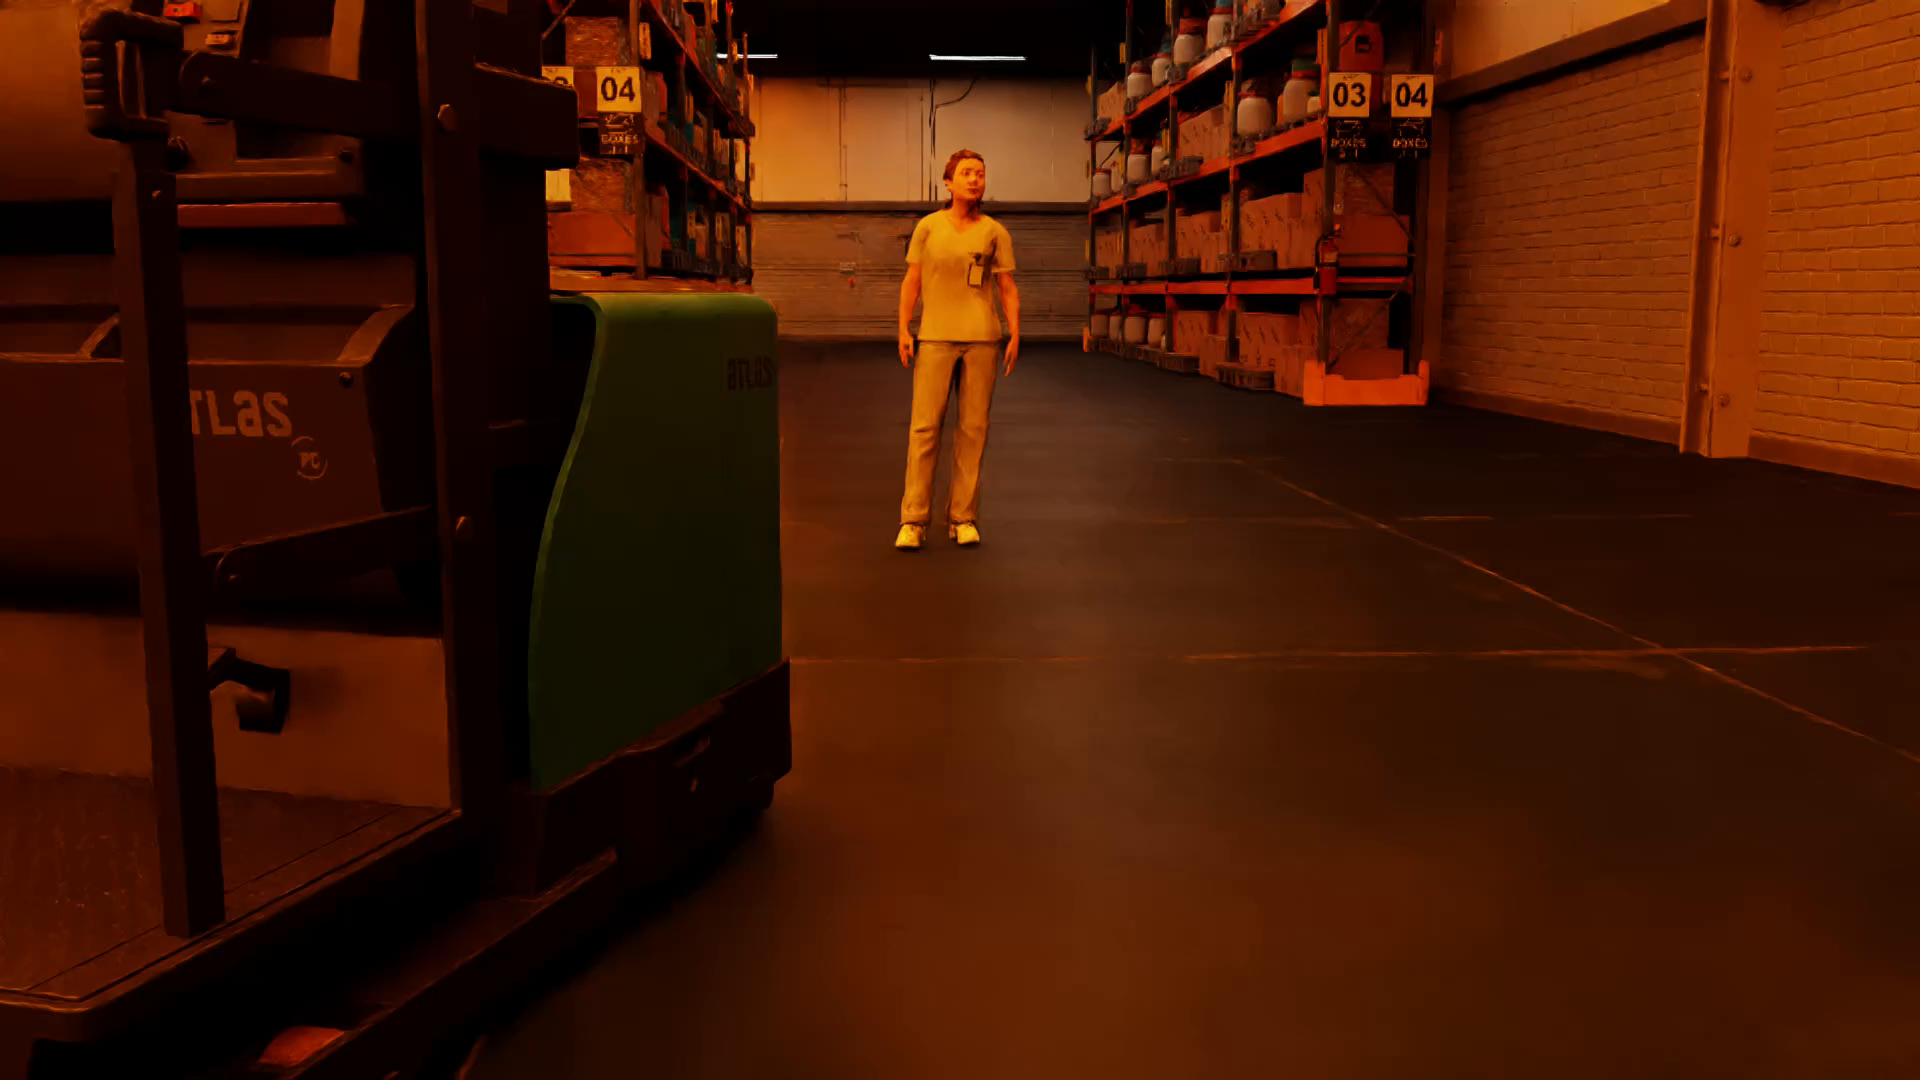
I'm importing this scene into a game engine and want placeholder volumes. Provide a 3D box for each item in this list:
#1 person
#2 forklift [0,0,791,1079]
[{"bbox_3d":[-0.009,-0.820,7.113,0.550,1.665,0.548,-1,8,-4],"label":"person"},{"bbox_3d":[-1.266,-0.710,2.112,1.130,2.935,3.031,2,9,16],"label":"forklift"}]
